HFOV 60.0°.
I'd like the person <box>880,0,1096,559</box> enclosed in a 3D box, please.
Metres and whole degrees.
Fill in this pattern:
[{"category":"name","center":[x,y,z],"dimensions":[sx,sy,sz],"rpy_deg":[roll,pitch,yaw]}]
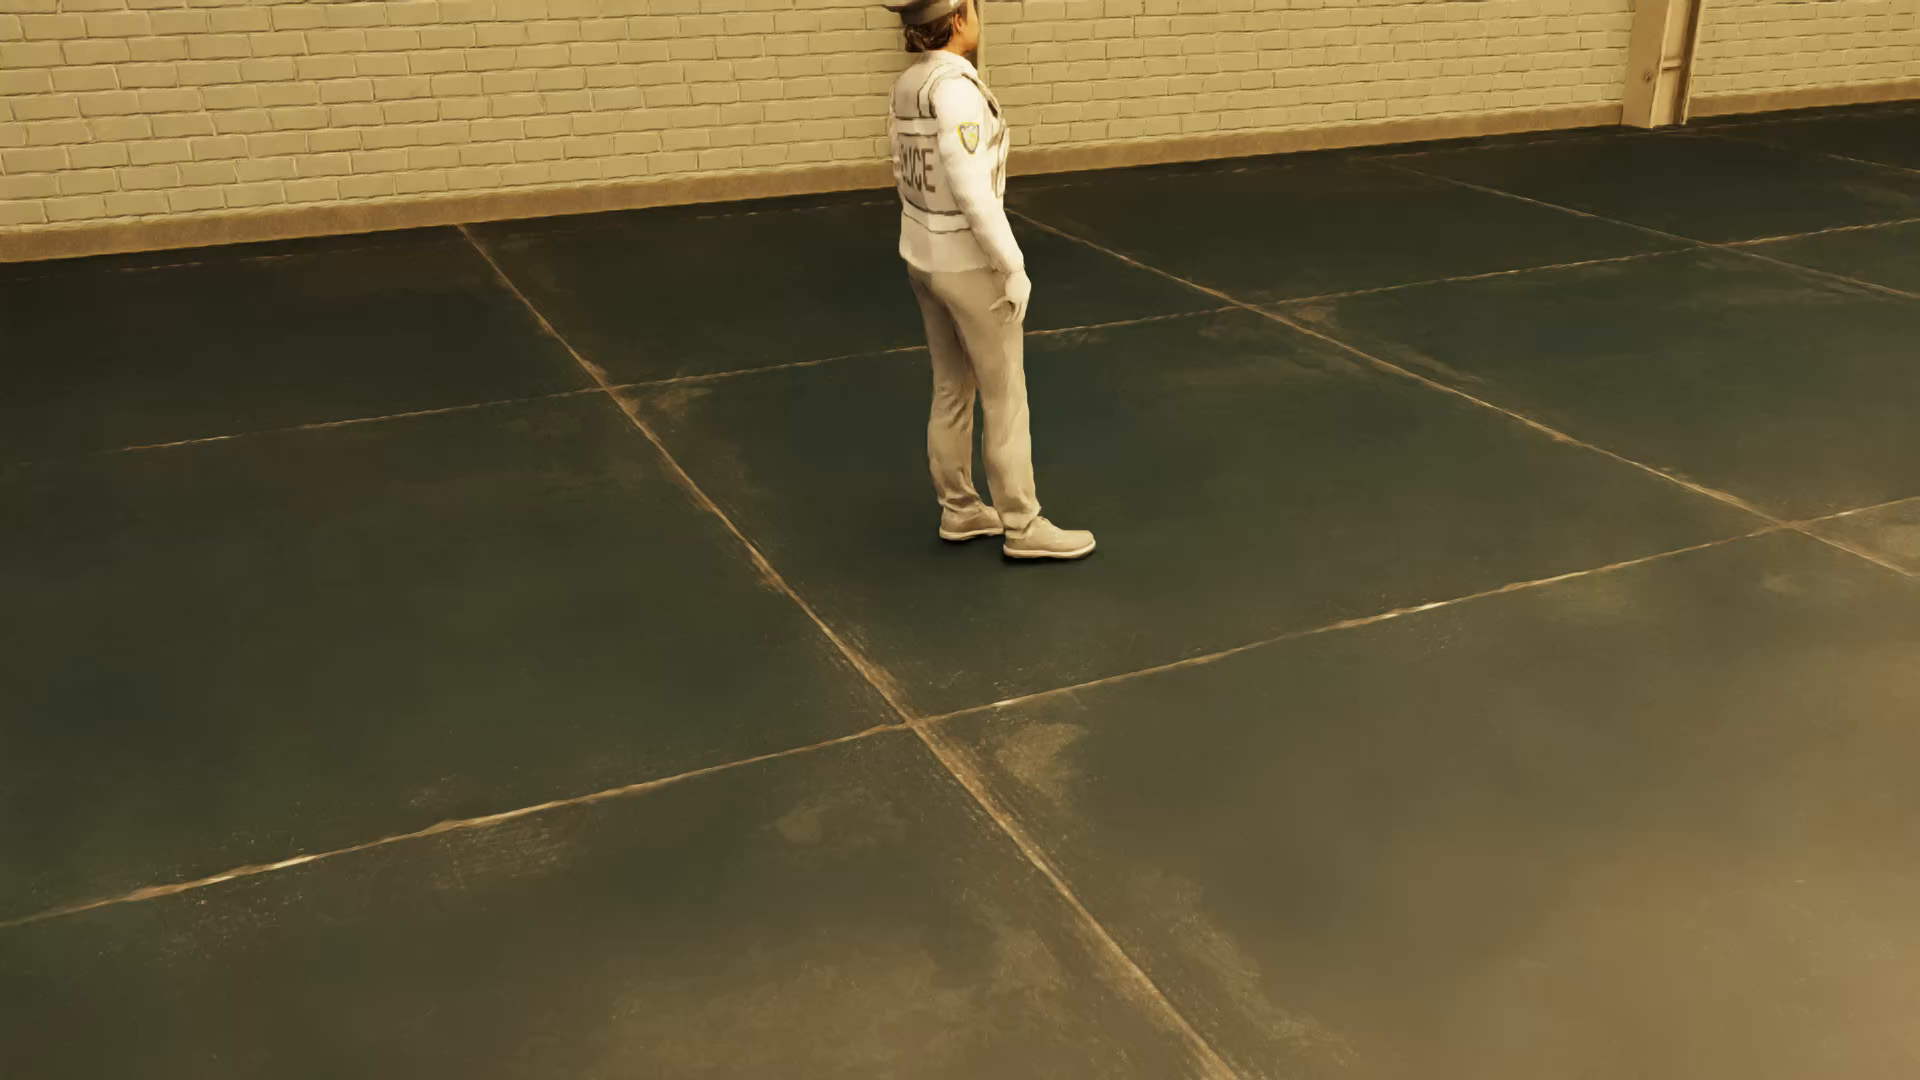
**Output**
[{"category":"person","center":[0.064,-0.798,4.799],"dimensions":[0.532,1.695,0.586],"rpy_deg":[-10,25,-23]}]
